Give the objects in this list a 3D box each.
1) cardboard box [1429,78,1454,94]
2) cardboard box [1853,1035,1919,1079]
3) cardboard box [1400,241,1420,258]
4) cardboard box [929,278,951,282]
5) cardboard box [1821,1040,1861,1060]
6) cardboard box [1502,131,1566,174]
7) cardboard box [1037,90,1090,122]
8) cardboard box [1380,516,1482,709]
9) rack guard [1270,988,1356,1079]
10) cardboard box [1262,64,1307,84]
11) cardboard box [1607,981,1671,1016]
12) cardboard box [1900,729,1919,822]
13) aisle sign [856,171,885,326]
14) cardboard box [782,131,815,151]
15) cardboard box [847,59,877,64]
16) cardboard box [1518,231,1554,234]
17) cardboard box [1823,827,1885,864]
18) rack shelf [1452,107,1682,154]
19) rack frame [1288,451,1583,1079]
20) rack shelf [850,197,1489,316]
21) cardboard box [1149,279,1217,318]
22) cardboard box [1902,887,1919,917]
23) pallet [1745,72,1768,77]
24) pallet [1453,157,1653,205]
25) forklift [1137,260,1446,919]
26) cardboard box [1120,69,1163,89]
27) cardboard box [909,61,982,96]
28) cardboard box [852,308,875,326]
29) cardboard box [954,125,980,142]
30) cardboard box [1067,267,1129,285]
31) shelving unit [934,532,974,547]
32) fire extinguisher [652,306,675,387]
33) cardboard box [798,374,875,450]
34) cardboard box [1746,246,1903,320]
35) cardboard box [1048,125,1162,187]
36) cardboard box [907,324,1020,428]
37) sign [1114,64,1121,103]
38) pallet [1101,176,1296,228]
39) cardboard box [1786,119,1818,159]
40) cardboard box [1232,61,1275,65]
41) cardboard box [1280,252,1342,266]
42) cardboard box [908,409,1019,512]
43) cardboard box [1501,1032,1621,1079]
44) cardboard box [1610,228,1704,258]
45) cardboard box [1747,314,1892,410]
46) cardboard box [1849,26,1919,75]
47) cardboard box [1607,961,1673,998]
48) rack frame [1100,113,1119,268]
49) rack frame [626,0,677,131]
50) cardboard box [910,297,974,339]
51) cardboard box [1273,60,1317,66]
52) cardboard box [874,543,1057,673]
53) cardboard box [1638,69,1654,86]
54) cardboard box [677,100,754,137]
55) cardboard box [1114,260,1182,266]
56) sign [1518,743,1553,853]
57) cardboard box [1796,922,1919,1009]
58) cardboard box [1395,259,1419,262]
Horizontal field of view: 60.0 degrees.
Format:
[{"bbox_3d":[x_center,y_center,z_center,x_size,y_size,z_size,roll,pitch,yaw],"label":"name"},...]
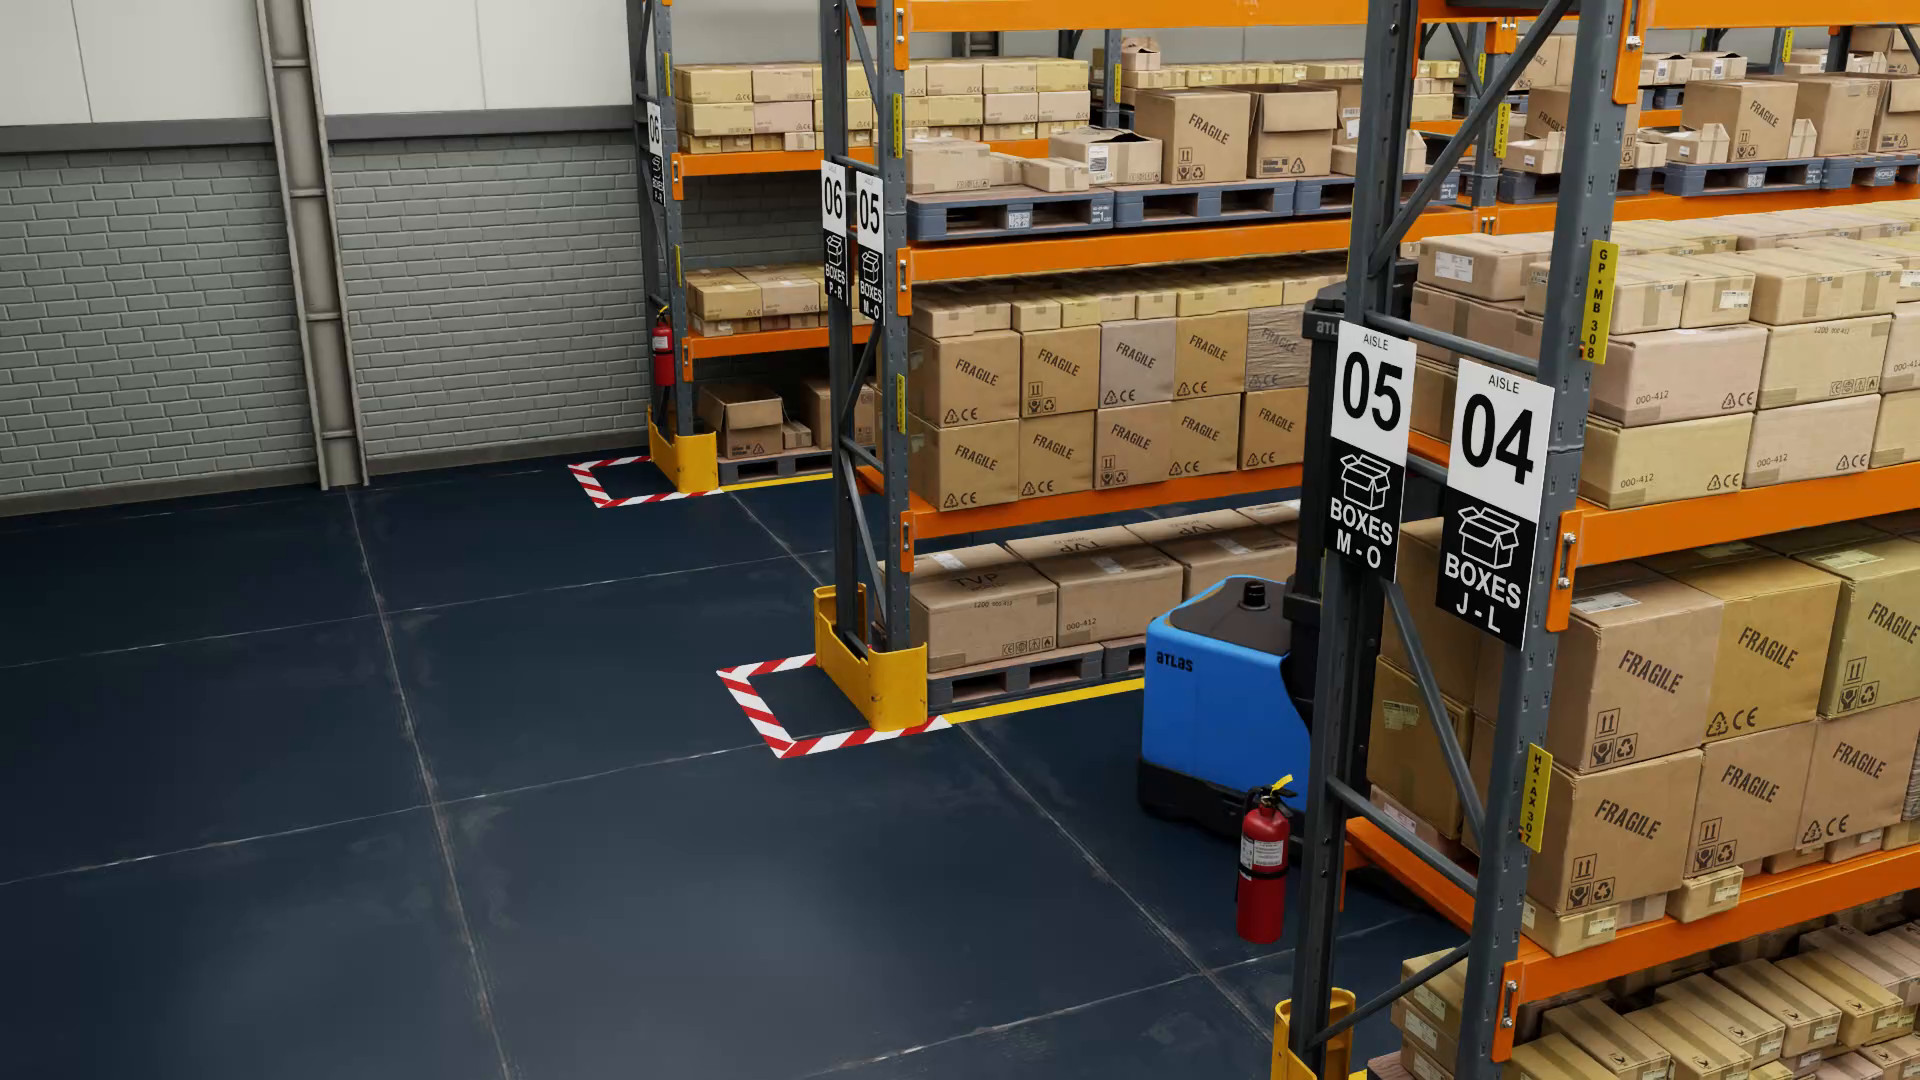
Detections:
[{"bbox_3d":[4.604,-4.456,16.271,0.250,0.149,0.380,-8,21,-21],"label":"cardboard box"},{"bbox_3d":[3.535,1.985,6.527,0.250,0.149,0.380,-8,21,-22],"label":"cardboard box"},{"bbox_3d":[4.383,-2.920,16.545,0.250,0.149,0.380,-8,21,-21],"label":"cardboard box"},{"bbox_3d":[-0.127,-2.314,14.856,0.500,0.250,0.500,-8,21,-22],"label":"cardboard box"},{"bbox_3d":[3.275,1.843,6.485,0.250,0.149,0.380,-7,21,-19],"label":"cardboard box"},{"bbox_3d":[3.729,-2.513,10.697,0.258,0.266,0.396,-8,21,-22],"label":"cardboard box"},{"bbox_3d":[0.818,-3.862,14.737,0.500,0.250,0.500,-8,21,-22],"label":"cardboard box"},{"bbox_3d":[1.833,0.223,5.769,0.500,0.500,0.500,-9,21,-23],"label":"cardboard box"},{"bbox_3d":[1.582,2.187,6.059,0.348,0.500,1.175,-8,21,-22],"label":"rack guard"},{"bbox_3d":[3.000,-4.326,15.422,0.250,0.149,0.380,-8,21,-22],"label":"cardboard box"},{"bbox_3d":[2.647,1.795,6.621,0.250,0.149,0.380,-8,21,-23],"label":"cardboard box"},{"bbox_3d":[3.435,0.648,6.067,0.500,0.500,0.500,-9,21,-23],"label":"cardboard box"},{"bbox_3d":[-0.493,-1.607,9.155,0.004,0.787,0.394,-8,21,-22],"label":"aisle sign"},{"bbox_3d":[-1.384,-3.332,13.829,0.250,0.149,0.380,-8,21,-21],"label":"cardboard box"},{"bbox_3d":[-0.797,-4.052,14.523,0.500,0.250,0.500,-8,21,-22],"label":"cardboard box"},{"bbox_3d":[5.799,-3.259,17.233,0.500,0.250,0.500,-7,21,-20],"label":"cardboard box"},{"bbox_3d":[3.105,1.000,6.042,0.250,0.149,0.380,-9,21,-23],"label":"cardboard box"},{"bbox_3d":[6.671,-4.383,17.520,4.000,0.370,1.077,-8,21,-22],"label":"rack shelf"},{"bbox_3d":[1.512,1.018,5.615,0.127,3.000,1.000,-8,21,-22],"label":"rack frame"},{"bbox_3d":[1.295,-1.817,10.233,4.000,0.370,1.077,-8,21,-22],"label":"rack shelf"},{"bbox_3d":[1.335,-1.457,10.010,0.250,0.149,0.380,-9,21,-23],"label":"cardboard box"},{"bbox_3d":[4.067,1.447,7.159,0.250,0.149,0.380,-9,21,-23],"label":"cardboard box"},{"bbox_3d":[9.280,-5.063,18.503,1.213,0.211,1.003,-8,21,-22],"label":"pallet"},{"bbox_3d":[3.953,-2.465,11.278,1.217,0.209,0.805,-9,21,-24],"label":"pallet"},{"bbox_3d":[2.428,0.228,7.961,3.031,2.935,1.130,14,24,35],"label":"forklift"},{"bbox_3d":[1.610,-4.105,14.796,0.250,0.149,0.380,-8,21,-20],"label":"cardboard box"},{"bbox_3d":[-0.138,-3.965,14.275,0.500,0.250,0.500,-8,21,-21],"label":"cardboard box"},{"bbox_3d":[-0.898,-1.987,14.527,0.250,0.149,0.380,-9,21,-23],"label":"cardboard box"},{"bbox_3d":[-0.012,-3.556,14.466,0.250,0.149,0.380,-7,21,-20],"label":"cardboard box"},{"bbox_3d":[0.858,-1.596,10.406,0.250,0.149,0.380,-8,21,-21],"label":"cardboard box"},{"bbox_3d":[-0.049,-0.488,12.828,0.252,1.050,0.215,-8,21,-22],"label":"shelving unit"},{"bbox_3d":[-2.463,-1.619,13.782,0.183,0.674,0.296,-8,21,-22],"label":"fire extinguisher"},{"bbox_3d":[-1.112,-1.163,14.940,0.500,0.500,0.700,-7,21,-20],"label":"cardboard box"},{"bbox_3d":[2.642,-0.797,5.124,0.250,0.149,0.380,-8,21,-21],"label":"cardboard box"},{"bbox_3d":[0.853,-2.278,9.811,0.500,0.311,0.500,-8,21,-21],"label":"cardboard box"},{"bbox_3d":[0.012,-0.974,9.614,0.500,0.500,0.500,-9,21,-23],"label":"cardboard box"},{"bbox_3d":[1.384,-4.012,14.605,0.005,0.325,0.100,-8,21,-22],"label":"sign"},{"bbox_3d":[1.257,-2.114,10.127,1.213,0.211,1.003,-8,21,-22],"label":"pallet"},{"bbox_3d":[5.678,-2.793,11.490,0.258,0.266,0.396,-9,21,-23],"label":"cardboard box"},{"bbox_3d":[2.796,-4.486,15.876,0.250,0.149,0.380,-8,21,-21],"label":"cardboard box"},{"bbox_3d":[2.291,-1.782,10.934,0.250,0.149,0.380,-8,21,-23],"label":"cardboard box"},{"bbox_3d":[0.013,-0.501,9.779,0.500,0.500,0.500,-8,21,-22],"label":"cardboard box"},{"bbox_3d":[2.127,1.918,5.822,0.250,0.149,0.380,-9,21,-24],"label":"cardboard box"},{"bbox_3d":[2.201,-0.920,5.475,0.250,0.149,0.380,-9,21,-24],"label":"cardboard box"},{"bbox_3d":[2.497,-0.610,5.194,0.500,0.250,0.500,-8,21,-23],"label":"cardboard box"},{"bbox_3d":[10.338,-5.503,18.680,0.637,0.503,0.797,-7,21,-20],"label":"cardboard box"},{"bbox_3d":[2.601,1.634,6.630,0.250,0.149,0.380,-9,21,-24],"label":"cardboard box"},{"bbox_3d":[1.162,-2.518,15.657,0.127,3.000,1.000,-8,21,-22],"label":"rack frame"},{"bbox_3d":[-2.511,-4.821,13.166,0.127,3.000,1.000,-8,21,-22],"label":"rack frame"},{"bbox_3d":[-0.106,-1.266,9.467,0.250,0.149,0.380,-8,21,-21],"label":"cardboard box"},{"bbox_3d":[3.247,-4.567,16.139,0.250,0.149,0.380,-8,21,-22],"label":"cardboard box"},{"bbox_3d":[0.025,0.415,10.553,0.875,0.438,0.875,-9,21,-24],"label":"cardboard box"},{"bbox_3d":[6.910,-4.773,17.141,0.250,0.149,0.380,-8,21,-23],"label":"cardboard box"},{"bbox_3d":[-1.996,-3.451,13.569,0.500,0.250,0.500,-8,21,-23],"label":"cardboard box"},{"bbox_3d":[1.694,-2.759,15.557,0.500,0.500,0.700,-8,21,-21],"label":"cardboard box"},{"bbox_3d":[1.727,0.775,5.001,0.005,0.325,0.100,-8,21,-22],"label":"sign"},{"bbox_3d":[3.521,1.677,6.507,0.250,0.149,0.380,-8,21,-22],"label":"cardboard box"},{"bbox_3d":[2.974,-1.692,10.678,0.250,0.149,0.380,-9,21,-23],"label":"cardboard box"}]
